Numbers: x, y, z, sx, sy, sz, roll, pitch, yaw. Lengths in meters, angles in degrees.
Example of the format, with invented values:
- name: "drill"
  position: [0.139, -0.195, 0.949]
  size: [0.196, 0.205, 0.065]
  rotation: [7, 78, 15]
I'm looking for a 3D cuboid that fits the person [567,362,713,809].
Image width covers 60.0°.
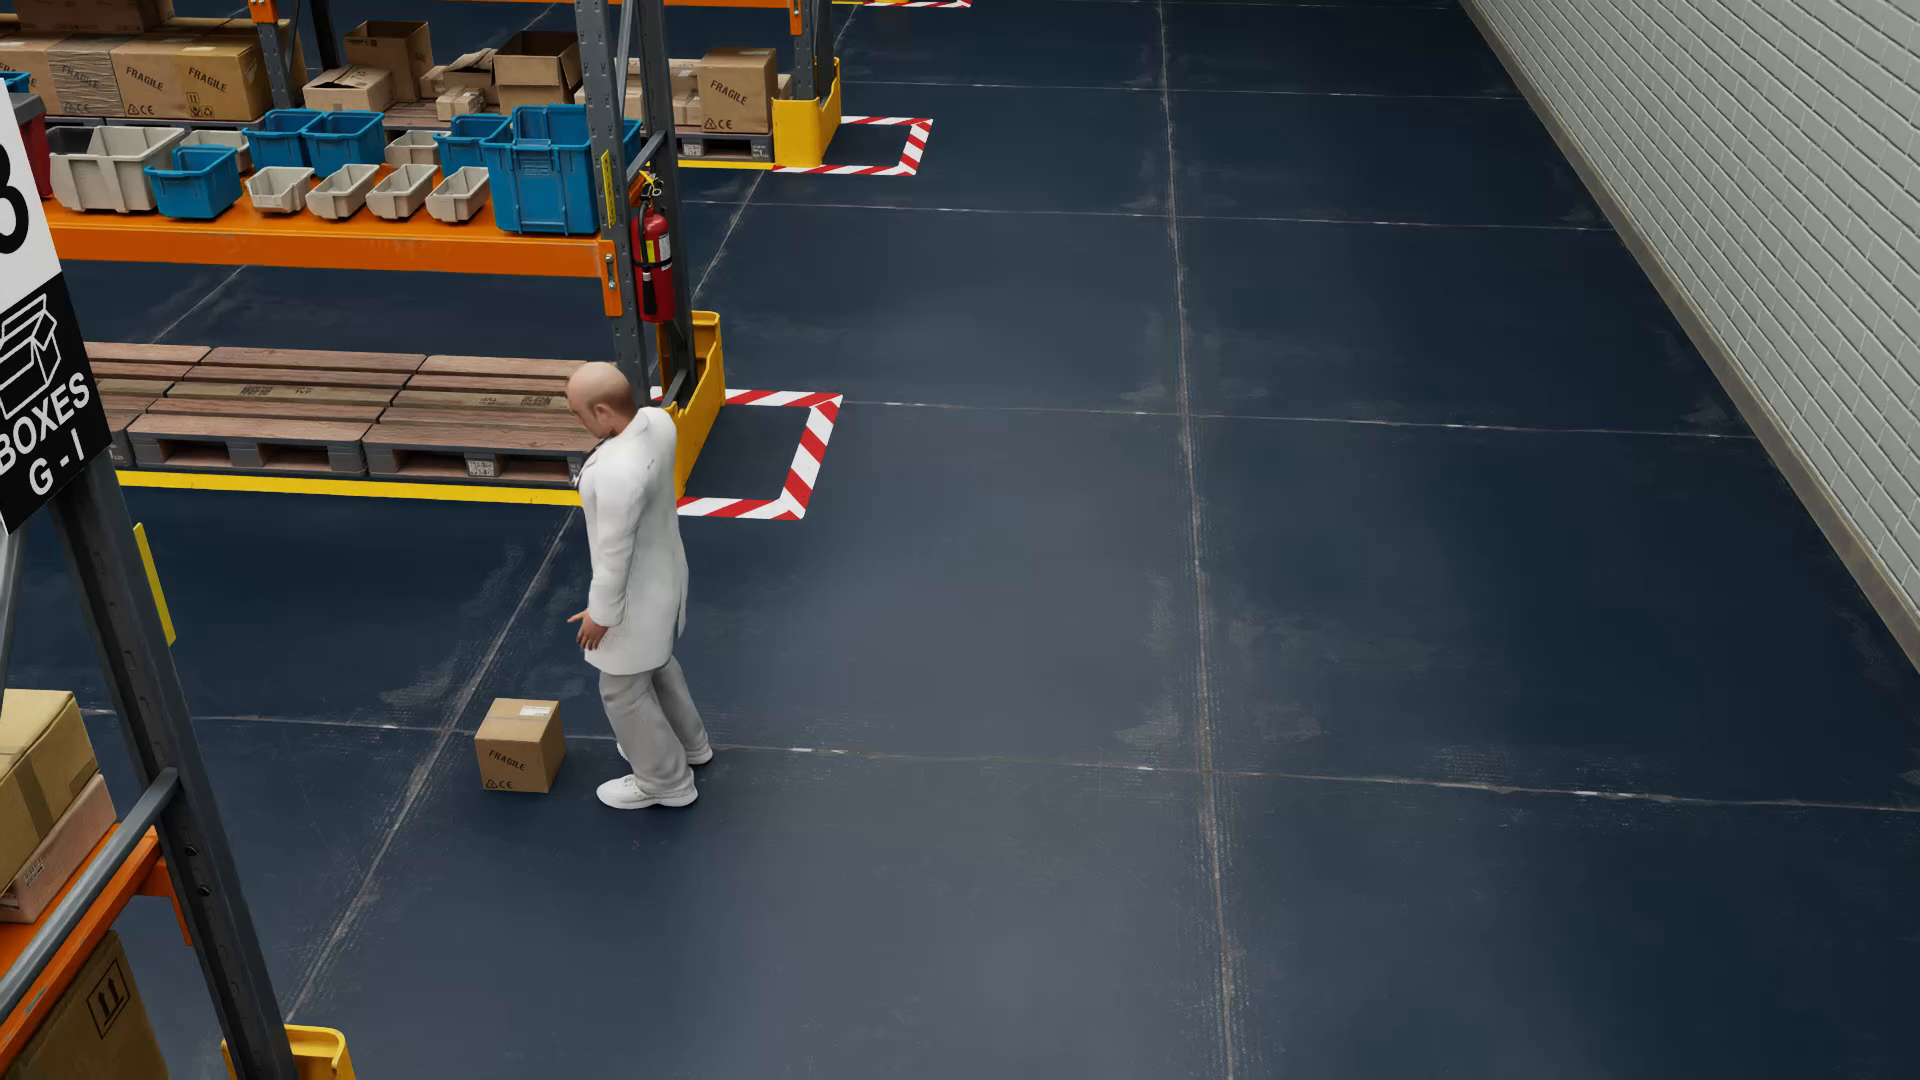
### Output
- name: "person"
  position: [-1.163, 0.176, 5.883]
  size: [0.378, 1.765, 0.569]
  rotation: [3, 32, 5]
